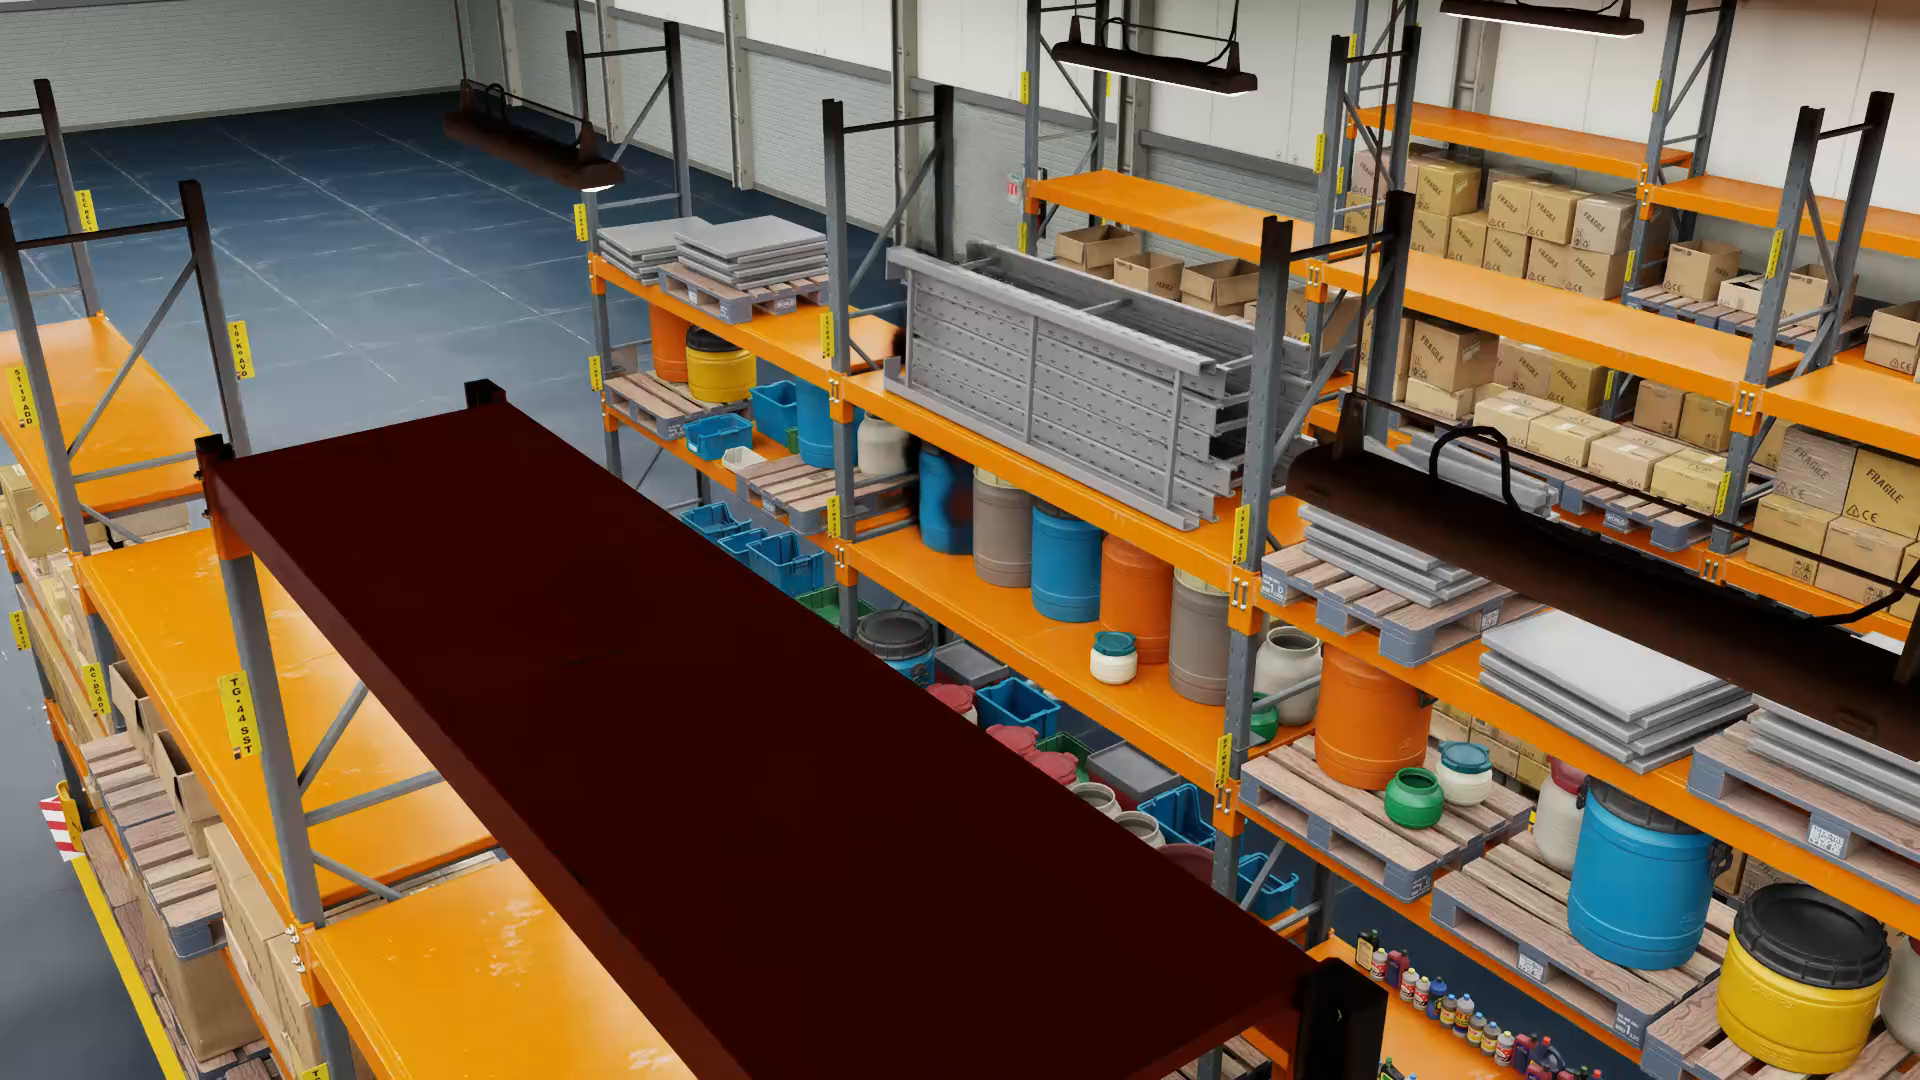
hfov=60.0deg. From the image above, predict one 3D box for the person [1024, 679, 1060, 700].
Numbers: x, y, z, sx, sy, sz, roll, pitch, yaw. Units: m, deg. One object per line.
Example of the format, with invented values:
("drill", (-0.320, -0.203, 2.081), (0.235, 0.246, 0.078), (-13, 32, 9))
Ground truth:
("person", (0.756, 0.679, 14.872), (0.706, 1.770, 0.544), (18, 30, 34))
